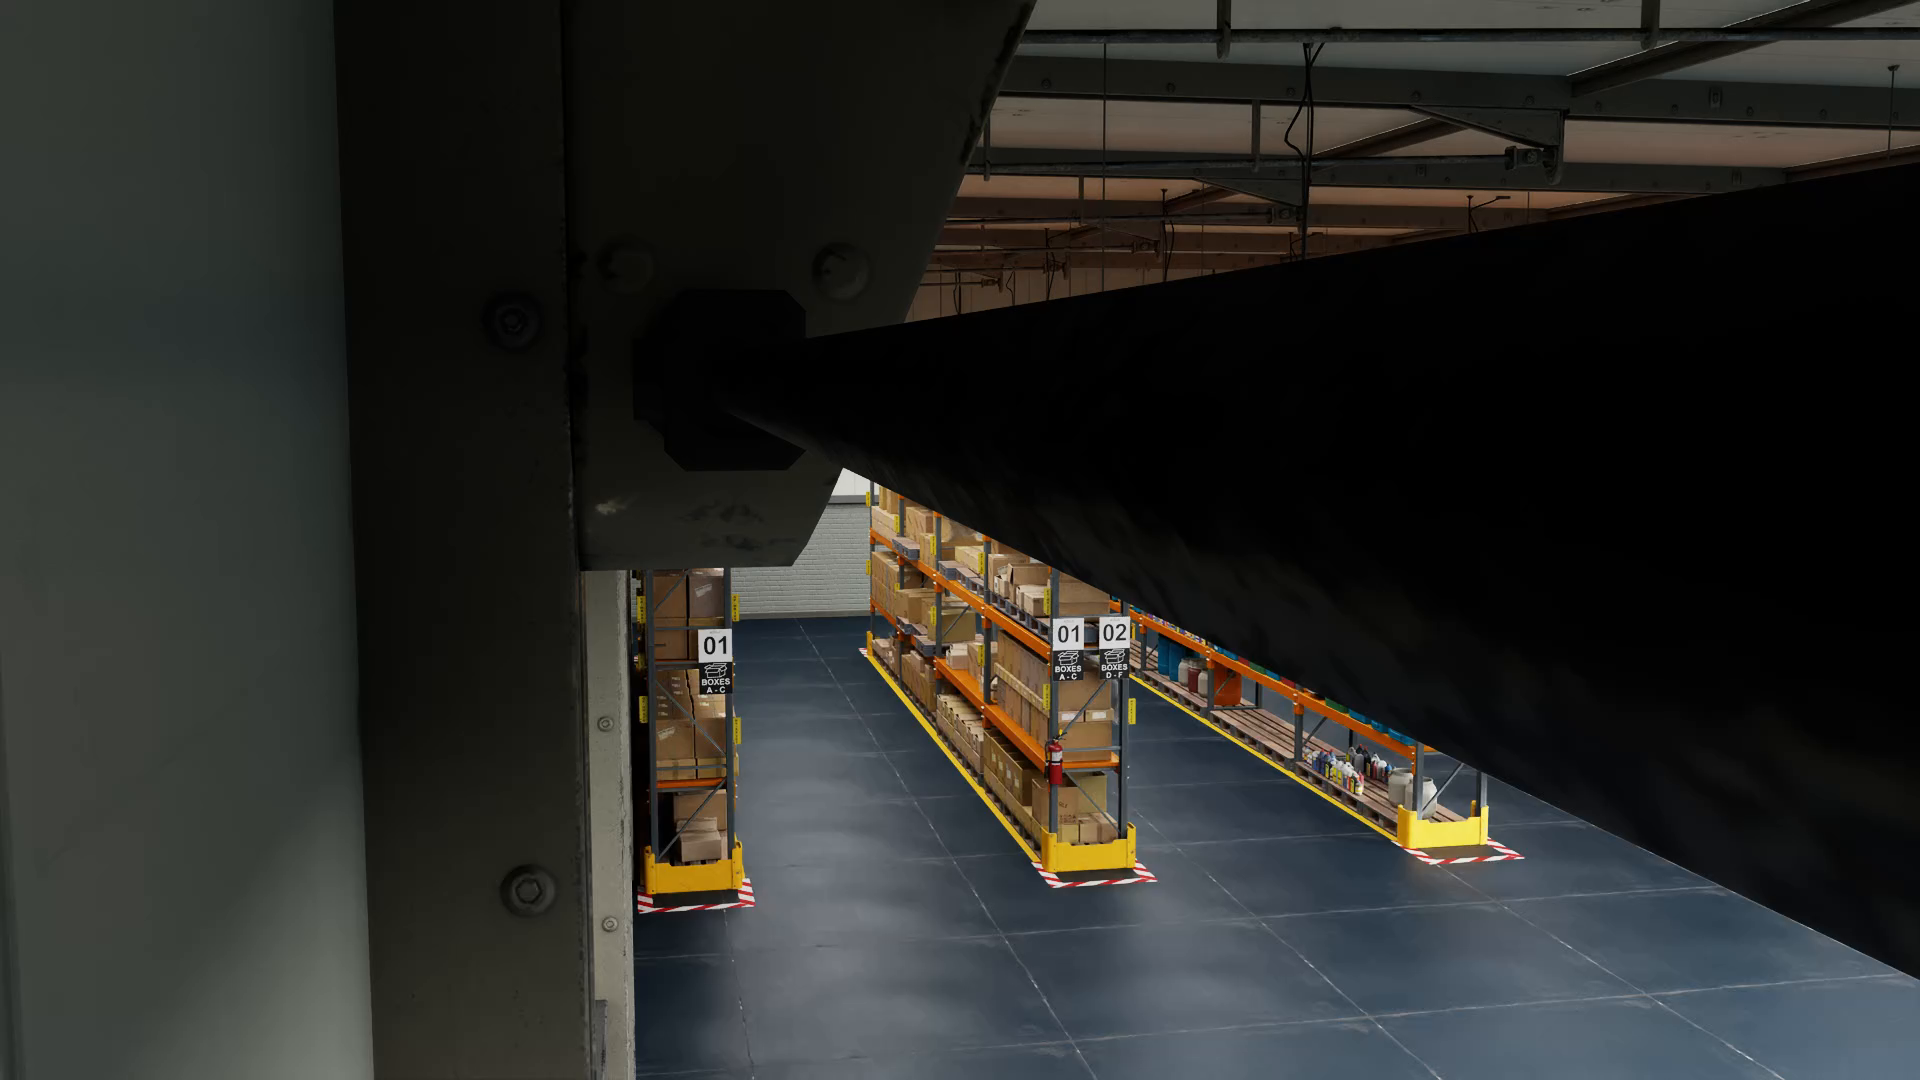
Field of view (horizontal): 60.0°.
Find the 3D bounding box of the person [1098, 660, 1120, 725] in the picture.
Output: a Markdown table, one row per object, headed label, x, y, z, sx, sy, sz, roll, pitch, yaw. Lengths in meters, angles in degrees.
| label | x | y | z | sx | sy | sz | roll | pitch | yaw |
| --- | --- | --- | --- | --- | --- | --- | --- | --- | --- |
| person | 2.667 | 2.453 | 29.488 | 0.540 | 1.593 | 0.872 | -3 | 7 | -25 |
